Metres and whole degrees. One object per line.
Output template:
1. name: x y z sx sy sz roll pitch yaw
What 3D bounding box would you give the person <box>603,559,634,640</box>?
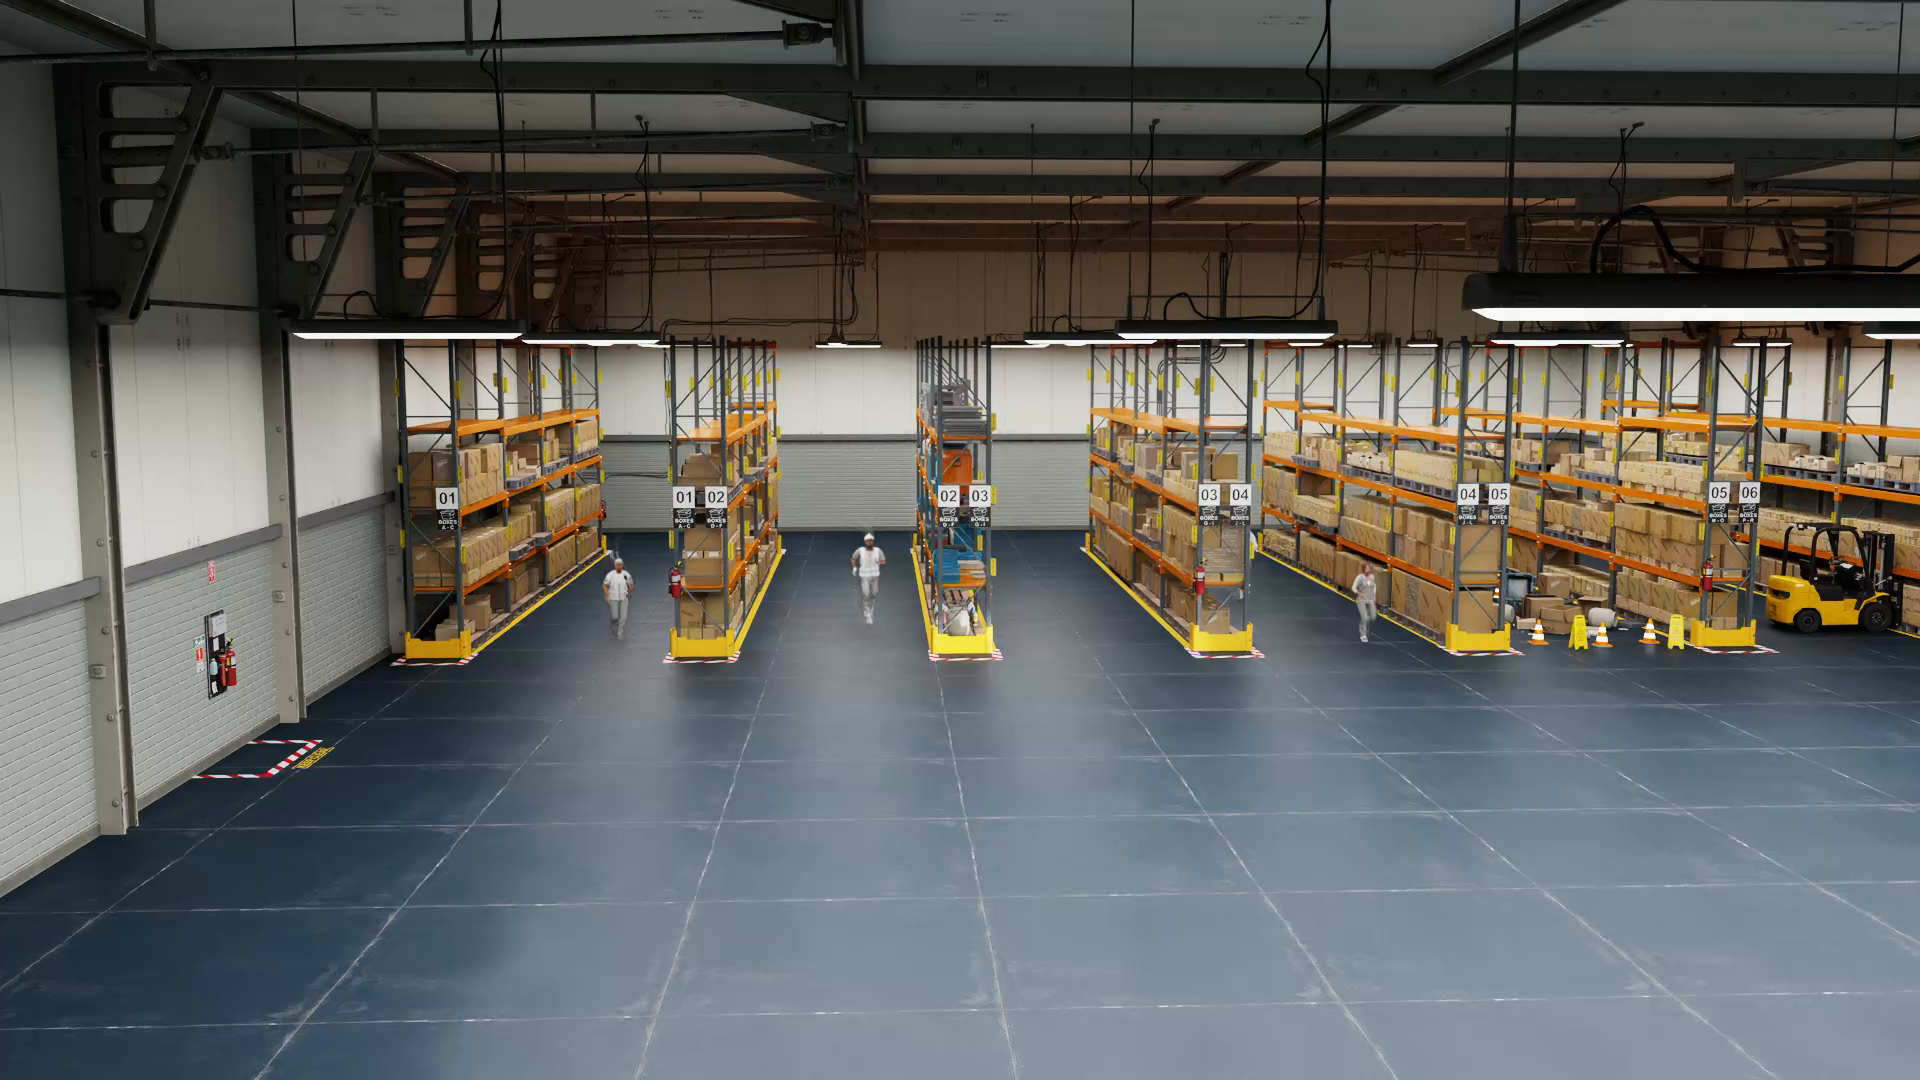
1. person: -6.766 1.176 33.020 0.607 1.614 0.551 -2 7 -18

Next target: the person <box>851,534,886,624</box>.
1. person: -1.880 0.786 34.572 0.671 1.815 0.897 -2 7 -17

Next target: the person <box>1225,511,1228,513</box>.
1. person: 7.393 -0.468 47.558 0.604 1.651 0.806 3 7 26

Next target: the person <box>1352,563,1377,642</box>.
1. person: 7.997 1.227 32.813 0.543 1.567 0.530 -1 7 -12

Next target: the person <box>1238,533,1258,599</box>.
1. person: 6.537 0.441 38.610 0.728 1.762 1.033 0 6 -2
